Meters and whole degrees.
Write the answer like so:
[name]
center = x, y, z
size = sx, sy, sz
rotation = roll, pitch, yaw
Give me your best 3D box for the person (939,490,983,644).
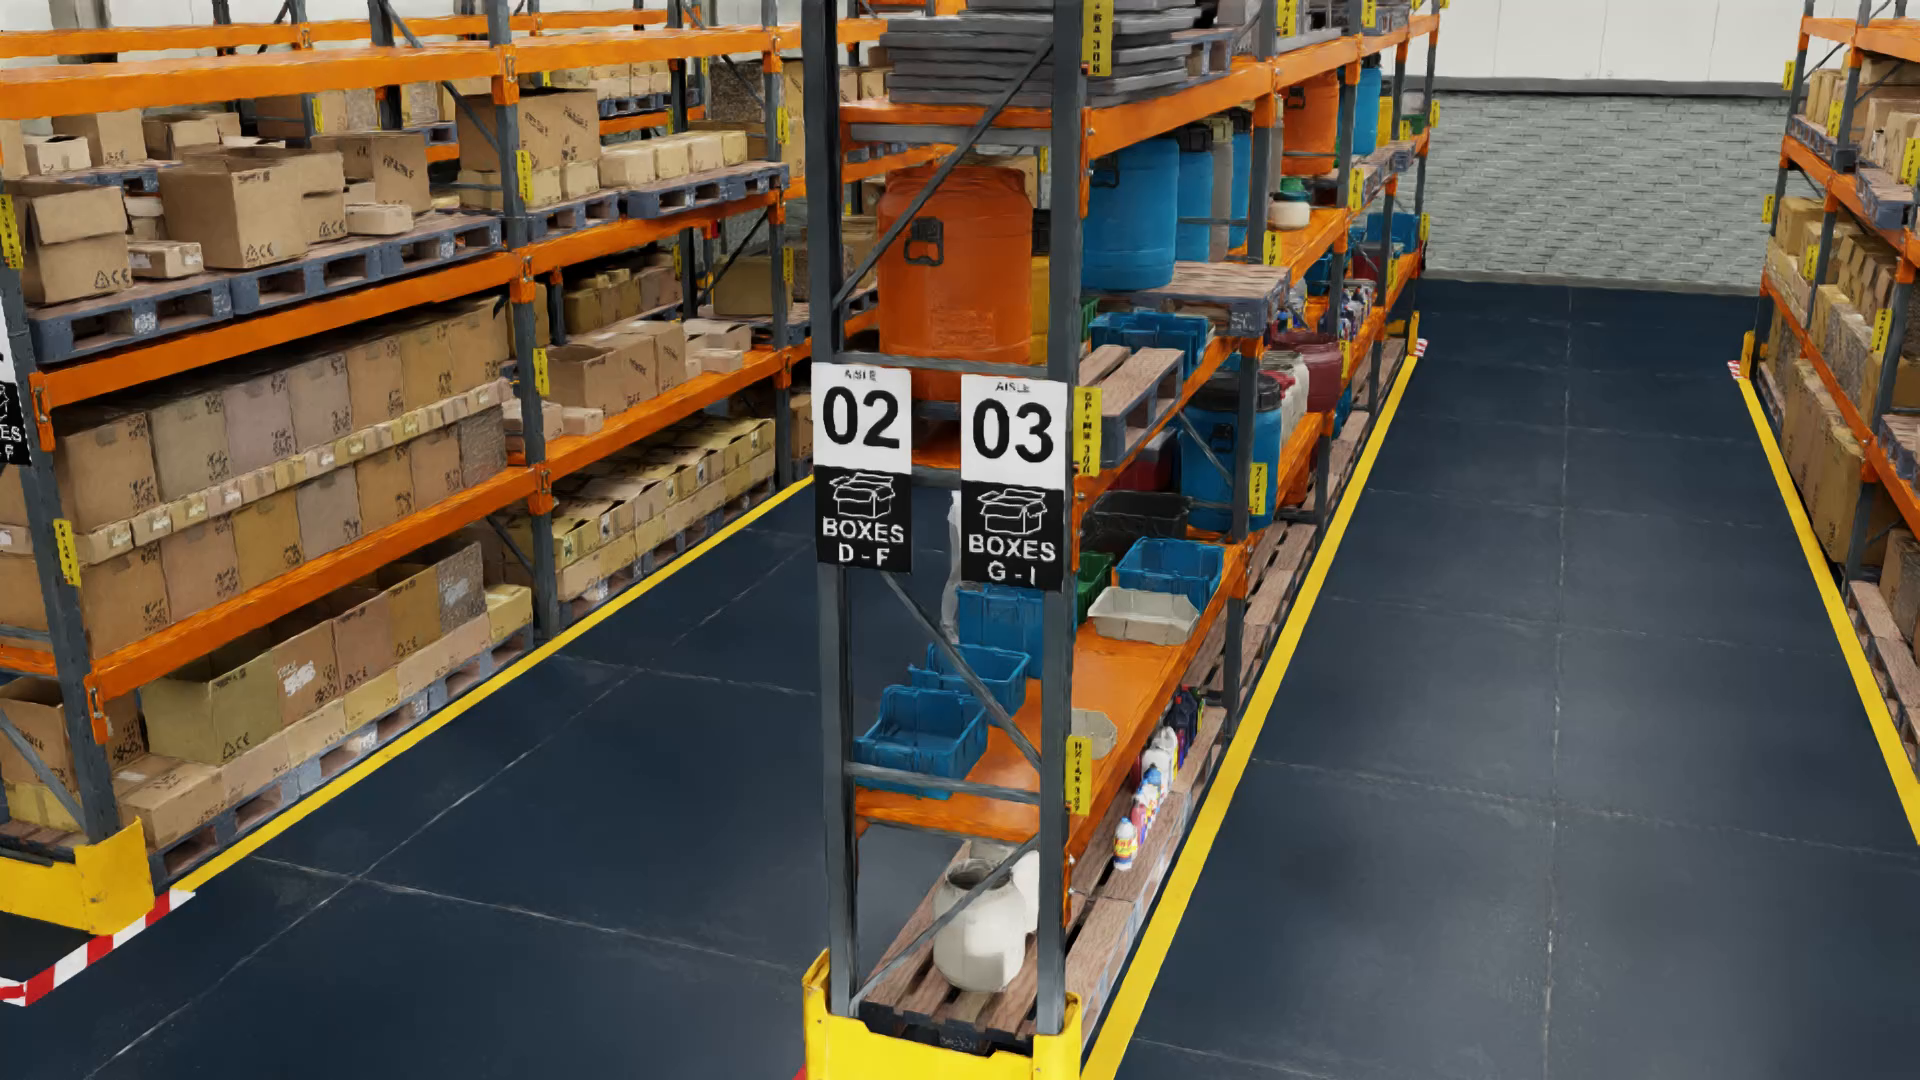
[person]
center = 0.084, -0.099, 11.773
size = 0.423, 1.683, 0.603
rotation = 5, 20, 15
